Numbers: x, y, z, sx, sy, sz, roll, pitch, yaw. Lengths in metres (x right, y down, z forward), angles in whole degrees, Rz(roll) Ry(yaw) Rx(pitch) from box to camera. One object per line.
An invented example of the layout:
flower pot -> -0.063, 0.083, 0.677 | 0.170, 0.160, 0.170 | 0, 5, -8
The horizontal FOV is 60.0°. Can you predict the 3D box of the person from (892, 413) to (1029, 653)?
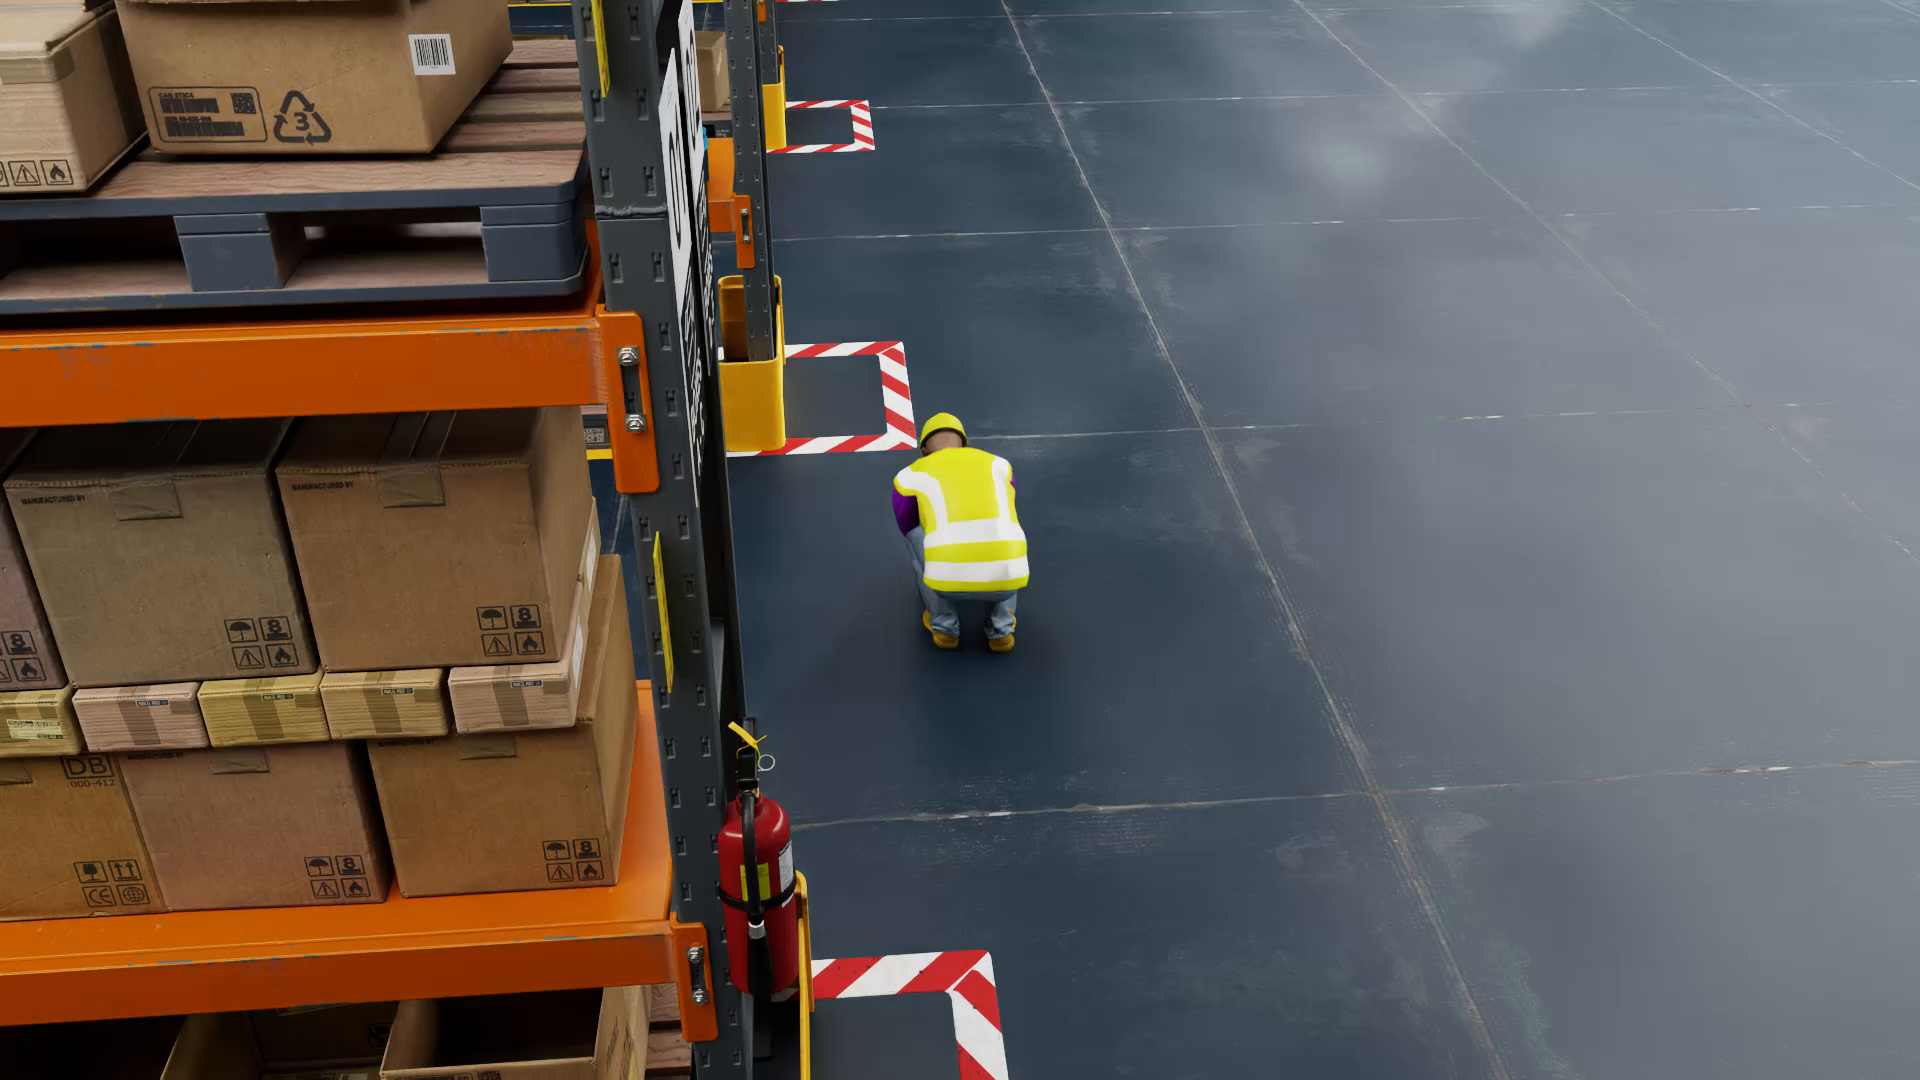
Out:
person -> -0.006, 0.024, 7.093 | 0.546, 0.896, 0.929 | -3, 31, -5
